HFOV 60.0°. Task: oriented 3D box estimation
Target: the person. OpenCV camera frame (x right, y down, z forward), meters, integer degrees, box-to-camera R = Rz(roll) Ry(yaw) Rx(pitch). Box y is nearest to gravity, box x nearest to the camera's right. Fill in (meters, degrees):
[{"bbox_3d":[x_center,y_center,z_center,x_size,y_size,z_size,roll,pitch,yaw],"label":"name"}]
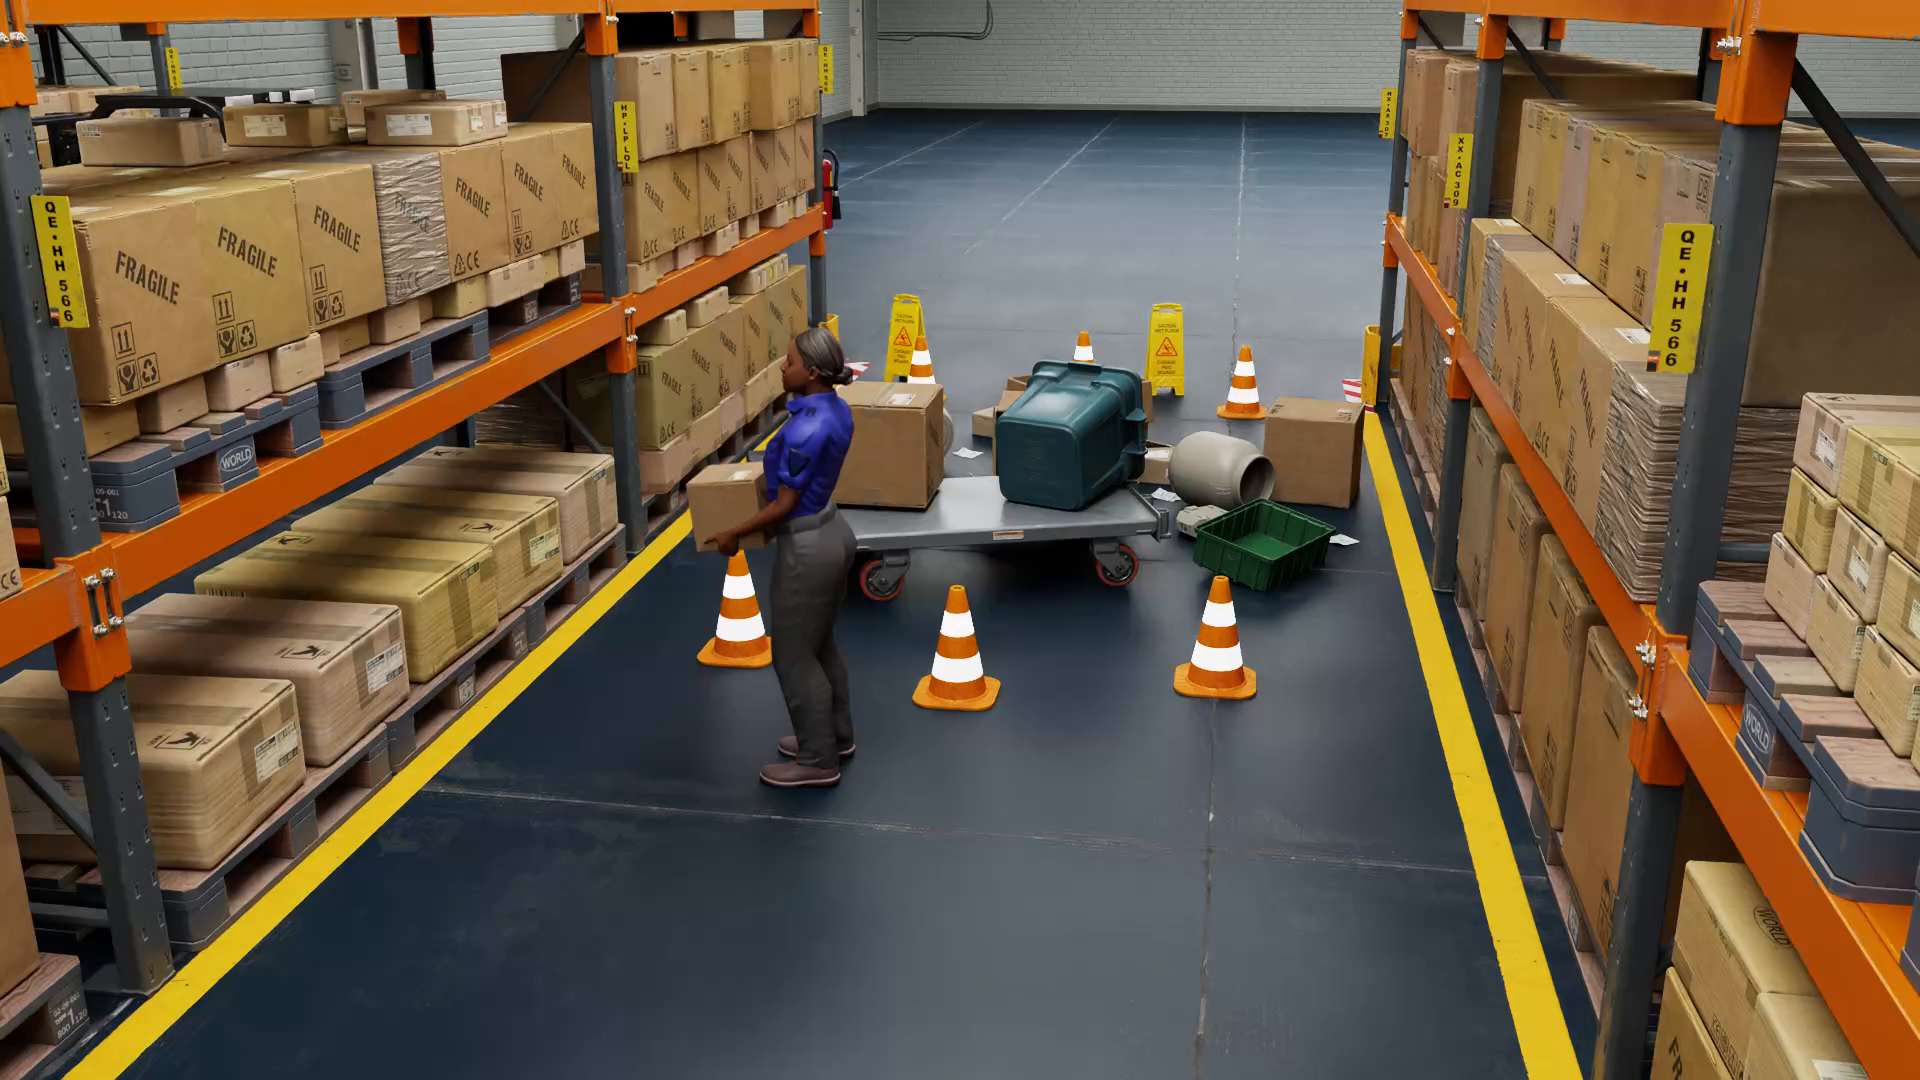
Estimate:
[{"bbox_3d":[-0.626,0.061,5.912,0.498,1.636,0.451,3,18,10],"label":"person"}]
